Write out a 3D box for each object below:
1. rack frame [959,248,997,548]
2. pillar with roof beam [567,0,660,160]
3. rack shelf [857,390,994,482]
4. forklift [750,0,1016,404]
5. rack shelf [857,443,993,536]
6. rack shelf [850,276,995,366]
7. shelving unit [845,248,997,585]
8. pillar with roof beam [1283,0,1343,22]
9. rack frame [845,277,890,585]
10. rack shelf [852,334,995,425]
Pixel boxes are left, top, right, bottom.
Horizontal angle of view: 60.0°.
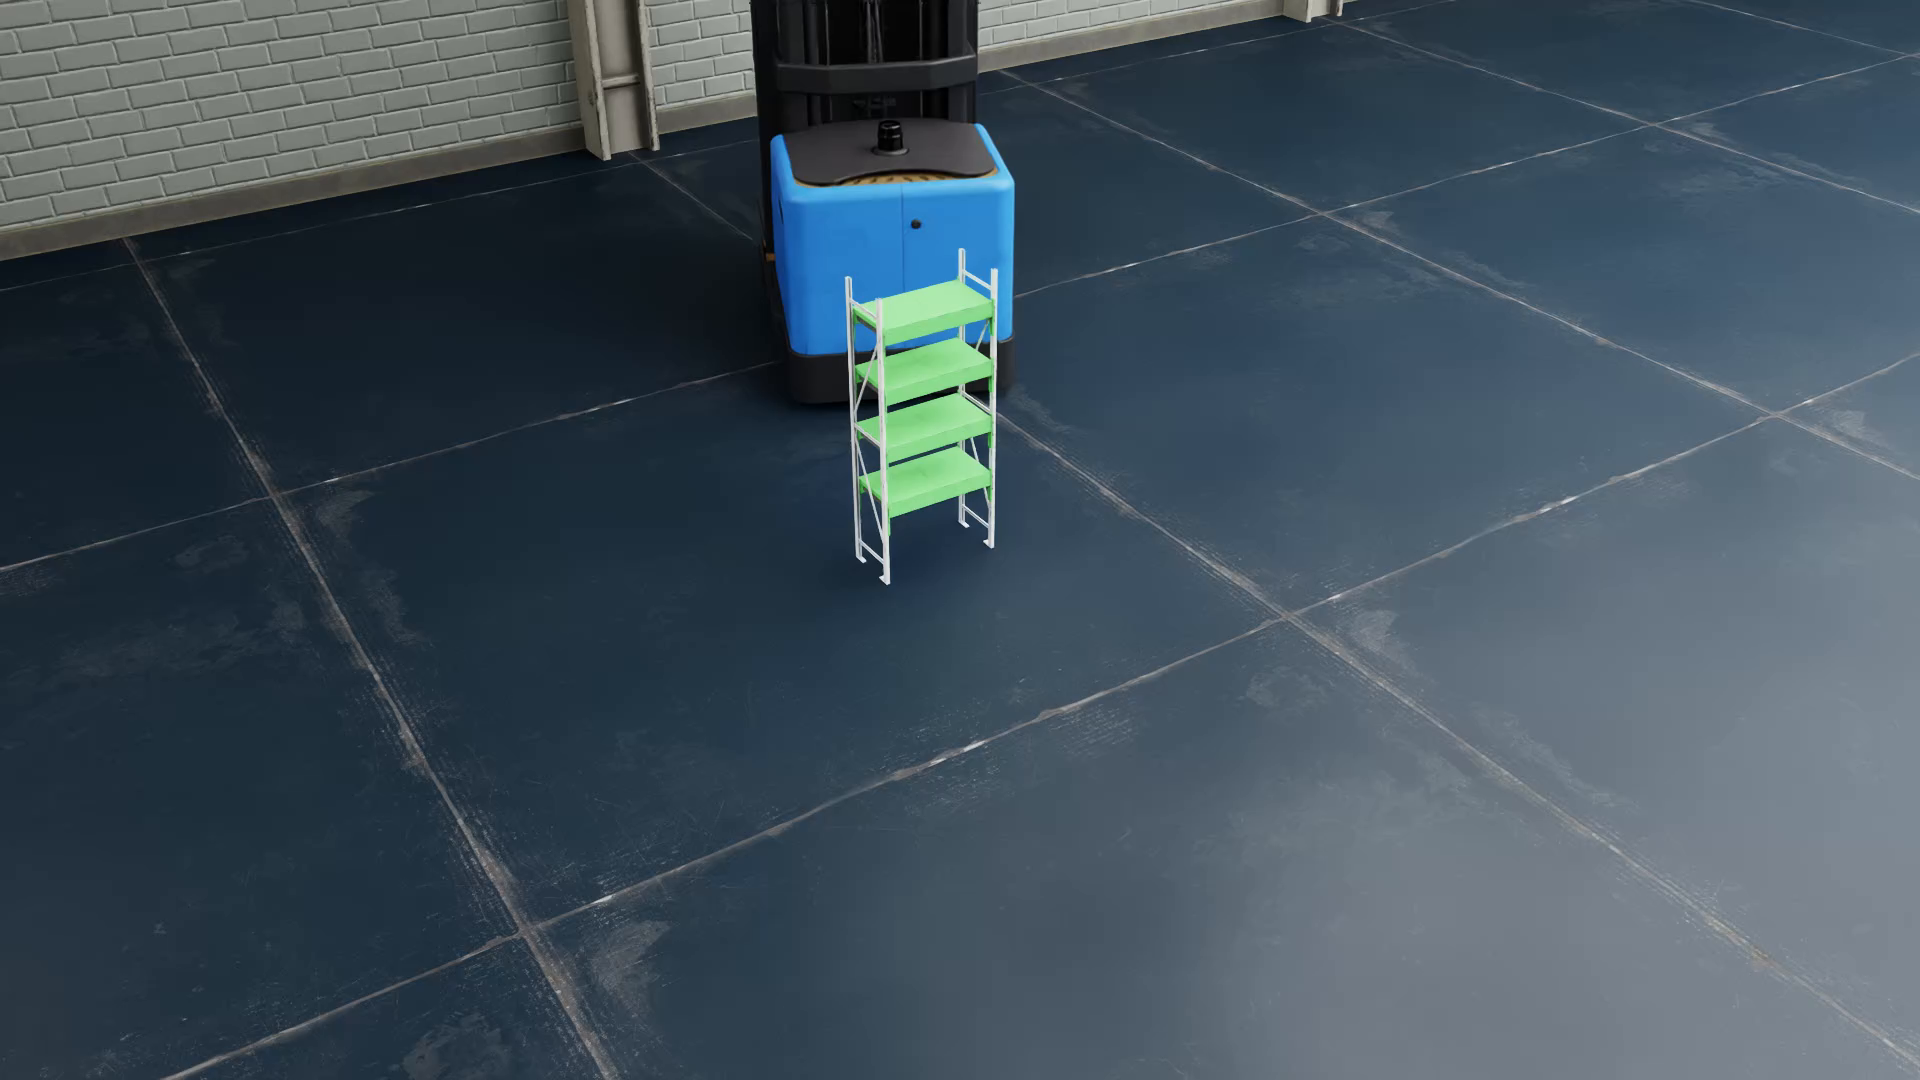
[{"bbox_3d":[0.066,-0.530,6.466,0.015,1.200,0.240,-19,37,-27],"label":"rack frame"},{"bbox_3d":[0.145,-4.415,5.315,0.400,9.000,9.100,-19,37,-27],"label":"pillar with roof beam"},{"bbox_3d":[-0.139,-0.406,6.388,0.480,0.148,0.258,-19,37,-27],"label":"rack shelf"},{"bbox_3d":[-0.498,-2.636,8.181,1.130,2.935,3.031,-5,33,-8],"label":"forklift"},{"bbox_3d":[-0.139,-0.203,6.516,0.480,0.148,0.258,-19,37,-27],"label":"rack shelf"},{"bbox_3d":[-0.139,-0.812,6.132,0.480,0.148,0.258,-19,37,-27],"label":"rack shelf"},{"bbox_3d":[-0.139,-0.460,6.354,0.503,1.200,0.258,-19,37,-27],"label":"shelving unit"},{"bbox_3d":[5.188,-6.149,8.064,0.400,9.000,9.100,-19,37,-27],"label":"pillar with roof beam"},{"bbox_3d":[-0.344,-0.389,6.242,0.015,1.200,0.240,-19,37,-27],"label":"rack frame"},{"bbox_3d":[-0.139,-0.609,6.260,0.480,0.148,0.258,-19,37,-27],"label":"rack shelf"}]
